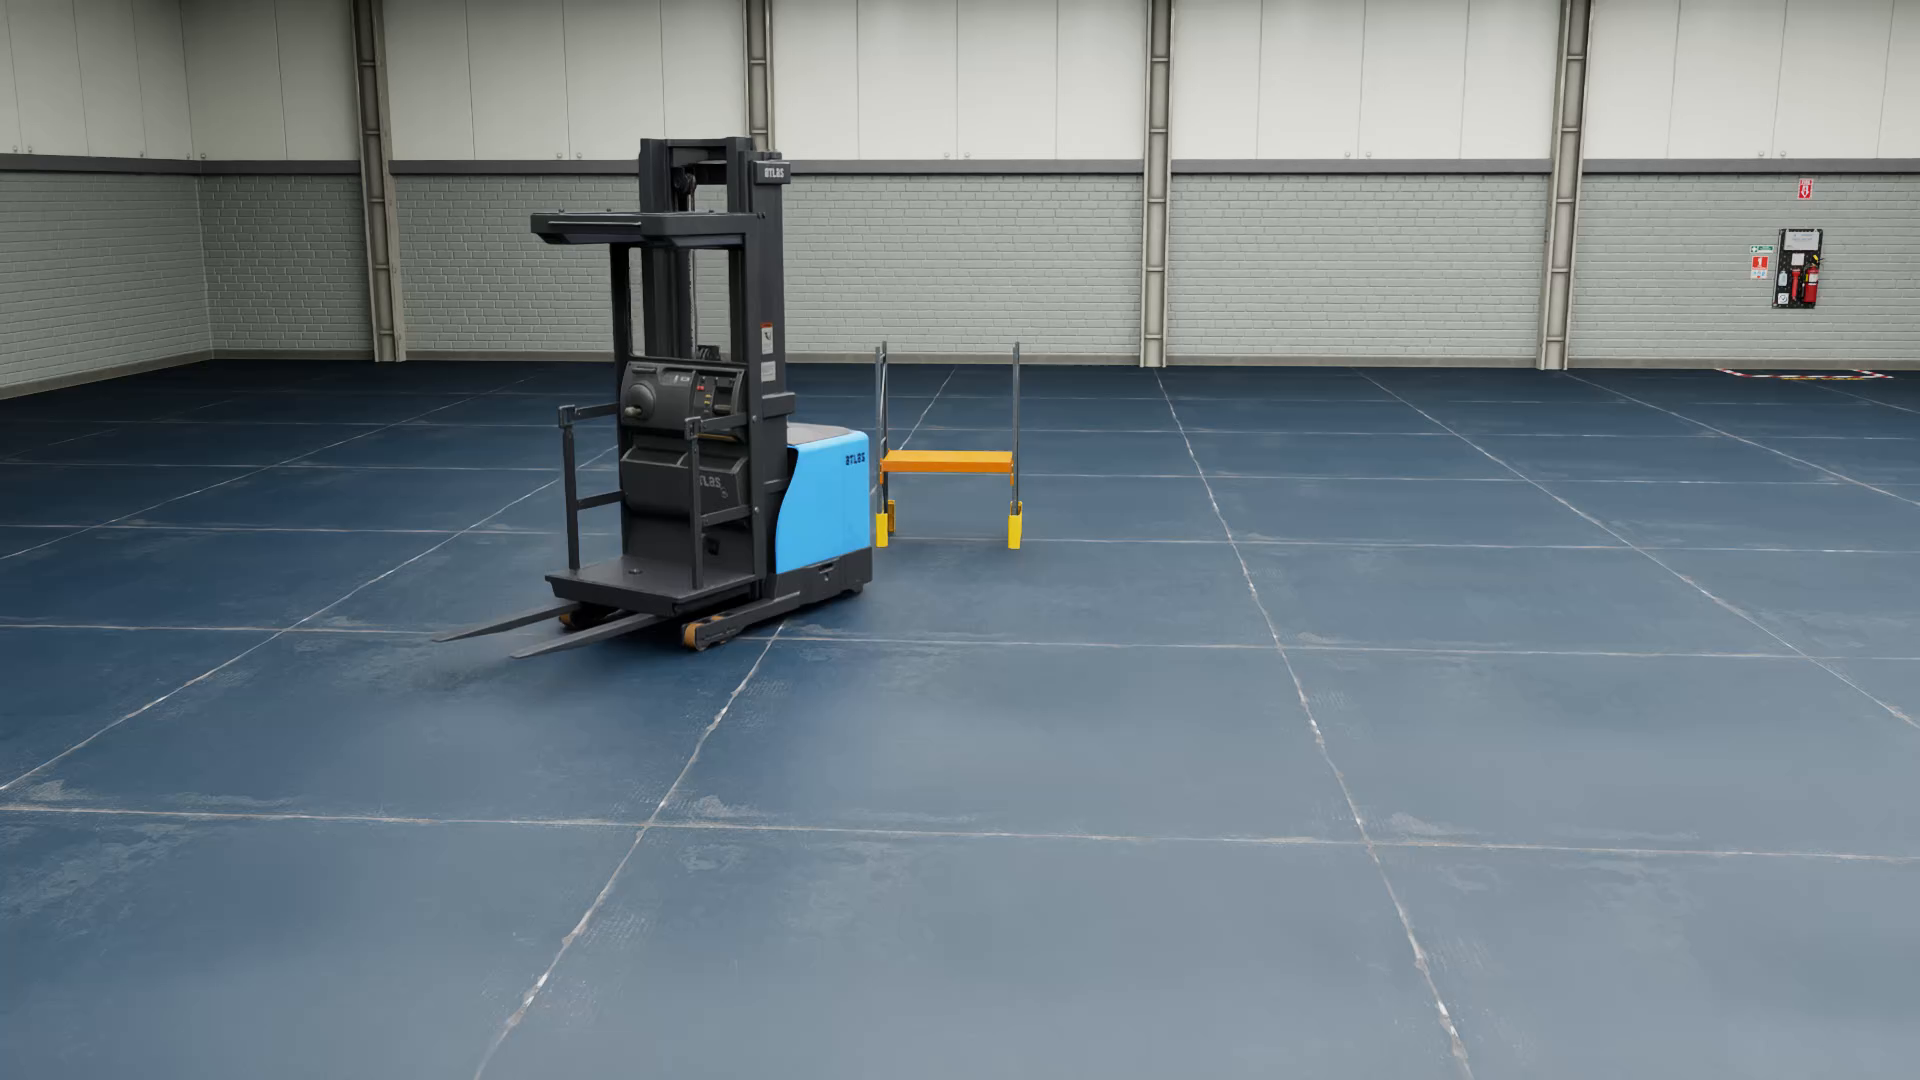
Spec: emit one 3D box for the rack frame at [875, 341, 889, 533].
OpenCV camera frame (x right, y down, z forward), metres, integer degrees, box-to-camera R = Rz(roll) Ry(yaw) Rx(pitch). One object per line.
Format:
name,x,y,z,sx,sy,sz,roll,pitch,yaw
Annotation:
rack frame,-0.592,-0.742,12.653,0.032,1.500,0.500,1,12,4

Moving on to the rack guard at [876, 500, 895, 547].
rack guard,-0.573,-0.130,12.780,0.087,0.250,0.587,1,12,4

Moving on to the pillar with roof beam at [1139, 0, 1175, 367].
pillar with roof beam,2.670,-6.200,20.428,0.400,9.000,9.100,1,12,4

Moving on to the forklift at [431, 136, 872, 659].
forklift,-1.798,-0.898,9.900,1.130,2.935,3.031,7,14,32

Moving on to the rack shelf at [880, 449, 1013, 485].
rack shelf,-0.085,-0.559,12.657,1.000,0.185,0.538,1,12,4

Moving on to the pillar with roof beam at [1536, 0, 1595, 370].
pillar with roof beam,8.656,-6.118,20.036,0.400,9.000,9.100,1,12,4

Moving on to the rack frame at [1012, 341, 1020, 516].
rack frame,0.422,-0.728,12.587,0.032,1.500,0.500,1,12,4

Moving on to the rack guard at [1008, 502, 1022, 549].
rack guard,0.421,-0.117,12.715,0.087,0.250,0.587,1,12,4

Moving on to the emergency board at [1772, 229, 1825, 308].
emergency board,12.467,-4.020,24.661,0.643,1.169,0.194,1,12,4

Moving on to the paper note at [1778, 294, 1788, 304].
paper note,12.295,-3.606,24.830,0.142,0.148,0.016,1,12,4

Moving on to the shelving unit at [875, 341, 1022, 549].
shelving unit,-0.076,-0.735,12.619,1.083,1.500,0.587,1,12,4

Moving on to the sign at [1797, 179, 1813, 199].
sign,12.466,-5.175,24.521,0.199,0.298,0.001,1,12,4

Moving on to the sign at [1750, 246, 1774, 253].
sign,11.927,-4.324,24.731,0.331,0.109,0.001,1,12,4

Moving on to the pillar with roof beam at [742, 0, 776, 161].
pillar with roof beam,-3.317,-6.282,20.821,0.400,9.000,9.100,1,12,4

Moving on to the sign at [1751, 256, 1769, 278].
sign,11.923,-4.066,24.794,0.234,0.329,0.001,1,12,4

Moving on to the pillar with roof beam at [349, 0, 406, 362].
pillar with roof beam,-9.303,-6.364,21.213,0.400,9.000,9.100,1,12,4
